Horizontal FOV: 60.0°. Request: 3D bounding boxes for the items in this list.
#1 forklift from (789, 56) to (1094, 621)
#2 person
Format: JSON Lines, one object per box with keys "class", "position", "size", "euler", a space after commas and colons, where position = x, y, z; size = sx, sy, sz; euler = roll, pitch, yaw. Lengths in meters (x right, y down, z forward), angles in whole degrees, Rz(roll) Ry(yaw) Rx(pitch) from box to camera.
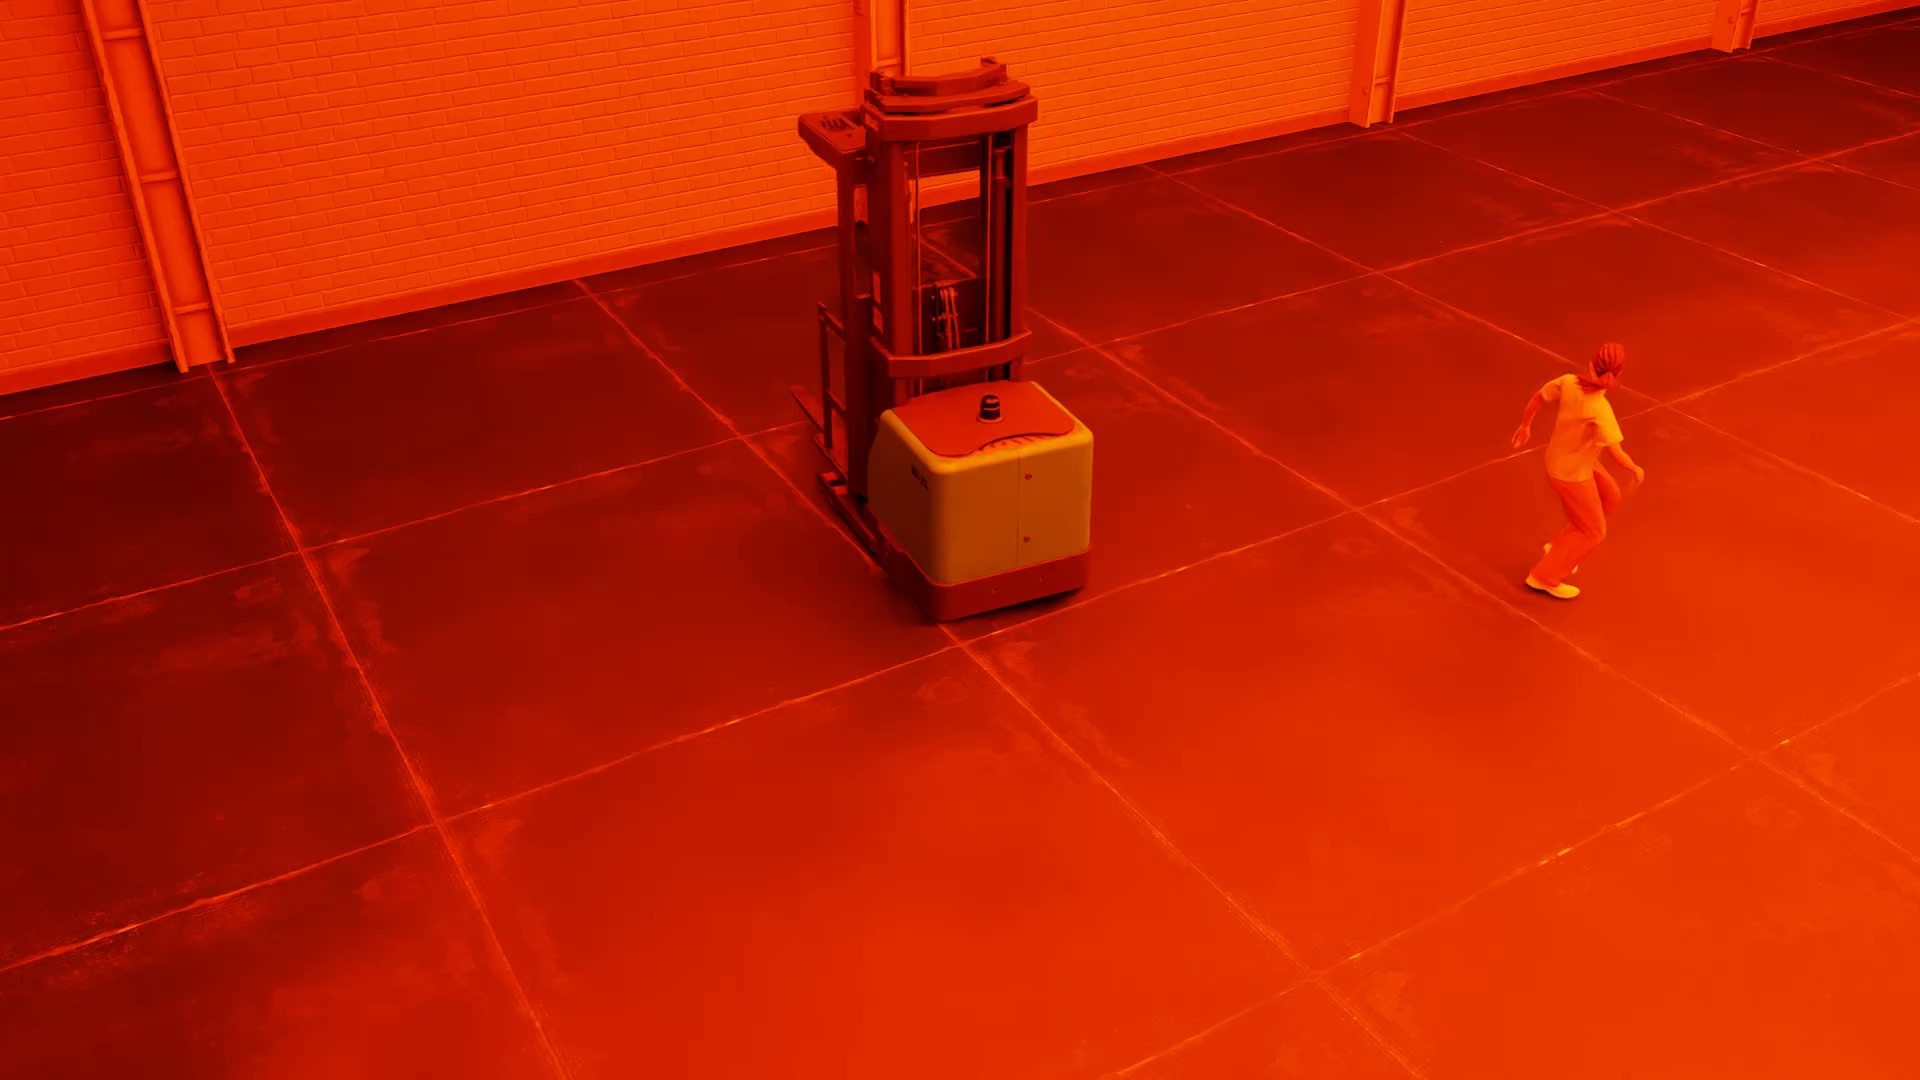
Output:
{"class": "forklift", "position": [-0.293, -1.530, 10.203], "size": [1.130, 2.935, 3.031], "euler": [-13, 33, -21]}
{"class": "person", "position": [3.587, -0.411, 9.650], "size": [0.663, 1.618, 0.632], "euler": [3, 31, 5]}
